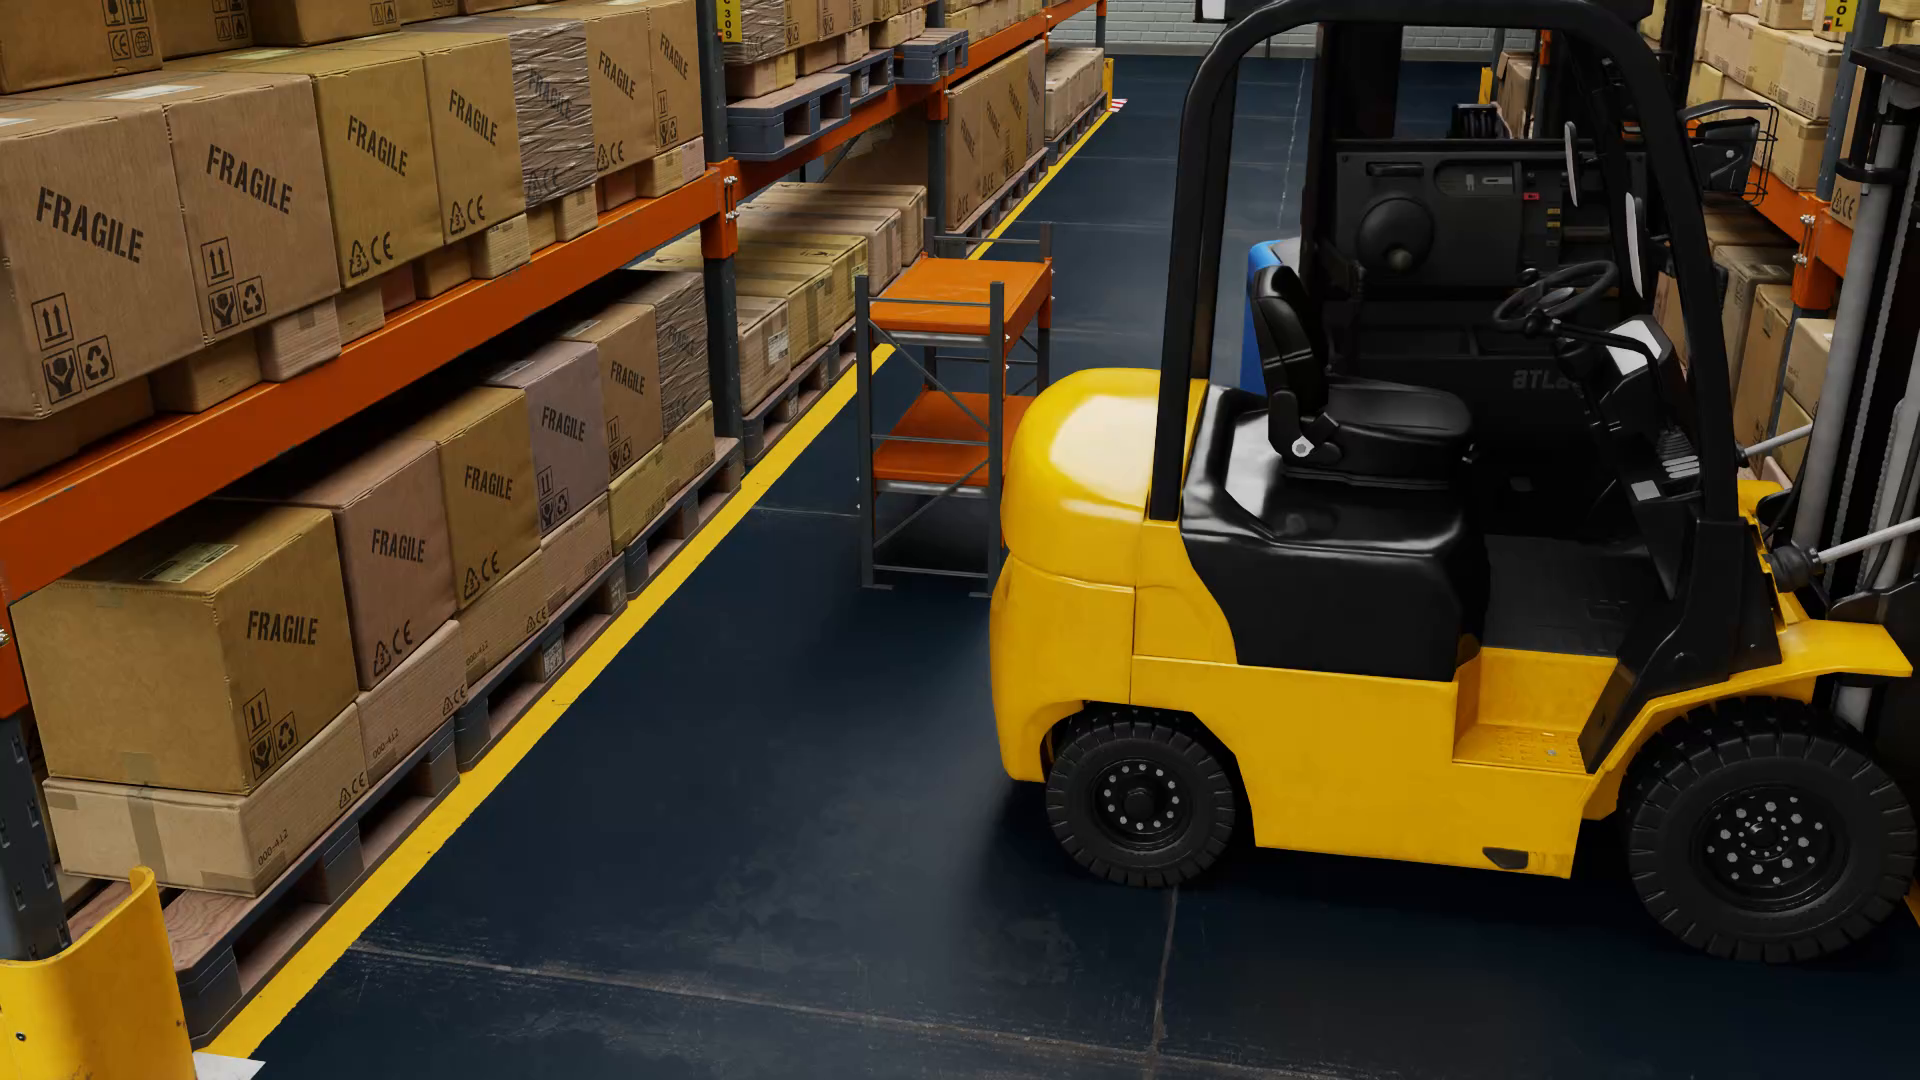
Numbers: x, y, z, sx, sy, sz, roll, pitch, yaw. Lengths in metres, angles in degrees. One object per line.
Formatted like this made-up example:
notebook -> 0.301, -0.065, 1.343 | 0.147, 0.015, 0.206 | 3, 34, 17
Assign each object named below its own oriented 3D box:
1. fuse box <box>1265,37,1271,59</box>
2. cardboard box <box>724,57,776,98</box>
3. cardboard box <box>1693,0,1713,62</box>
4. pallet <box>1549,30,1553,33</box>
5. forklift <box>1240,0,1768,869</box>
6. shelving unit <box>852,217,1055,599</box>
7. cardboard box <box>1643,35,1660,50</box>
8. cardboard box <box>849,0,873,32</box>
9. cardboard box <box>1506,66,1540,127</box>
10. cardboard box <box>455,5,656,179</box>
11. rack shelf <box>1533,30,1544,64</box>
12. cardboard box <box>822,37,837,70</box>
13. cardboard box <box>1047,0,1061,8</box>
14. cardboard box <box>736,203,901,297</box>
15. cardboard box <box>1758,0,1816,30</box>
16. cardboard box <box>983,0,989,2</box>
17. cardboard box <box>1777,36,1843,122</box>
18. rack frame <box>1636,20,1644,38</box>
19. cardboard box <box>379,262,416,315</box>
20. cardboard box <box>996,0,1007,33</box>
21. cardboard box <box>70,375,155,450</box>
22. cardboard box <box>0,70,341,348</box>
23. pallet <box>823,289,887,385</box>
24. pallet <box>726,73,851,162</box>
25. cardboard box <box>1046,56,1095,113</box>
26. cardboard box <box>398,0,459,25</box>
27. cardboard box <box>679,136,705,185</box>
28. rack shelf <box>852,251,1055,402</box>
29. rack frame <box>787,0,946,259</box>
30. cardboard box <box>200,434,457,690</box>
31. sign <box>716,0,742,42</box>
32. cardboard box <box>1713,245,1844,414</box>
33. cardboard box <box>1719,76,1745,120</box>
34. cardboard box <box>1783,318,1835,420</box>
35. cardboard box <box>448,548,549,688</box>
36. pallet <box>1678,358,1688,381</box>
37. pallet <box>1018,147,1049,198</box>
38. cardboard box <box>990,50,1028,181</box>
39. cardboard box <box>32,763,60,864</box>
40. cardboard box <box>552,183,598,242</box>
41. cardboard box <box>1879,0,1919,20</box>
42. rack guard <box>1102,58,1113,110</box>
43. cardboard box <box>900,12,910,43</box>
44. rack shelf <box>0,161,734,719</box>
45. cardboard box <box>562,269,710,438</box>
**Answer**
fuse box -> 4.194, -7.321, 22.242 | 0.539, 1.711, 0.414 | 4, 22, 11
cardboard box -> -0.987, -1.936, 6.920 | 0.380, 0.149, 0.250 | 5, 22, 12
cardboard box -> 3.710, -2.411, 7.857 | 0.500, 0.250, 0.500 | 4, 22, 10
pallet -> 4.814, -3.856, 12.169 | 1.003, 0.211, 1.213 | 4, 22, 11
forklift -> 1.597, -0.957, 4.807 | 1.130, 2.935, 3.031 | 0, 22, 0
shelving unit -> 0.001, -0.524, 6.150 | 0.538, 1.125, 1.048 | 4, 22, 11
cardboard box -> 3.938, -2.552, 8.877 | 0.500, 0.250, 0.500 | 5, 22, 11
cardboard box -> -0.722, -2.760, 8.098 | 0.500, 0.500, 0.500 | 4, 22, 9
cardboard box -> 5.264, -4.015, 15.091 | 0.500, 0.500, 0.500 | 5, 22, 12
cardboard box -> -1.354, -1.494, 5.516 | 0.500, 0.500, 0.500 | 5, 23, 13
rack shelf -> 5.492, -4.626, 14.788 | 1.077, 0.370, 4.000 | 4, 22, 11
cardboard box -> -0.799, -2.317, 7.867 | 0.380, 0.149, 0.250 | 5, 22, 11
cardboard box -> 0.576, -4.804, 14.132 | 0.500, 0.500, 0.500 | 5, 23, 13
cardboard box -> -0.860, -1.642, 9.371 | 0.950, 0.372, 0.625 | 4, 22, 10
cardboard box -> 3.364, -2.079, 6.500 | 0.380, 0.149, 0.250 | 4, 22, 9
cardboard box -> -0.027, -3.842, 11.409 | 0.500, 0.250, 0.500 | 4, 22, 11
cardboard box -> 3.301, -1.664, 6.002 | 0.500, 0.250, 0.500 | 4, 22, 10
rack frame -> 4.267, -2.766, 9.206 | 1.000, 3.000, 0.127 | 4, 22, 11
cardboard box -> -1.670, -0.681, 4.365 | 0.380, 0.149, 0.250 | 5, 23, 13
cardboard box -> 0.051, -3.794, 11.960 | 0.500, 0.250, 0.500 | 4, 22, 11
cardboard box -> -1.916, -0.302, 3.425 | 0.380, 0.149, 0.250 | 5, 22, 12
cardboard box -> -1.754, -0.743, 3.651 | 0.500, 0.500, 0.500 | 5, 23, 13
pallet -> -1.005, -1.119, 8.849 | 1.003, 0.211, 1.213 | 4, 22, 11
pallet -> -1.111, -1.859, 7.212 | 1.003, 0.211, 1.213 | 4, 22, 11
cardboard box -> 0.824, -4.490, 16.356 | 0.875, 0.438, 0.875 | 5, 22, 12
cardboard box -> -1.966, -1.817, 4.979 | 0.700, 0.500, 0.500 | 4, 22, 10
cardboard box -> -1.176, -1.423, 6.207 | 0.380, 0.149, 0.250 | 4, 22, 10
rack shelf -> 0.001, -0.796, 6.040 | 0.538, 0.278, 1.000 | 4, 22, 11
rack frame -> -0.593, -3.143, 10.142 | 1.000, 3.000, 0.127 | 4, 22, 11
cardboard box -> -1.683, 0.042, 4.350 | 0.500, 0.500, 0.500 | 4, 22, 9
sign -> -0.876, -2.043, 6.252 | 0.100, 0.325, 0.005 | 4, 22, 11
cardboard box -> 3.712, -0.871, 7.118 | 0.875, 0.625, 0.625 | 4, 22, 10
cardboard box -> 3.526, -1.801, 7.011 | 0.500, 0.250, 0.500 | 5, 22, 11
cardboard box -> 3.045, -0.533, 5.442 | 0.500, 0.250, 0.500 | 4, 22, 10
cardboard box -> -1.579, 0.203, 4.952 | 0.500, 0.250, 0.500 | 6, 23, 15
pallet -> 3.810, -0.729, 7.882 | 1.003, 0.211, 1.213 | 4, 22, 11
pallet -> 0.140, -3.024, 13.580 | 1.003, 0.211, 1.213 | 4, 22, 11
cardboard box -> -0.001, -3.251, 12.693 | 0.875, 0.875, 0.875 | 5, 22, 12
cardboard box -> -2.319, 0.539, 4.119 | 0.500, 0.250, 0.500 | 4, 22, 11
cardboard box -> -1.380, -1.051, 5.283 | 0.380, 0.149, 0.250 | 4, 22, 10
cardboard box -> 3.096, -1.694, 5.145 | 0.380, 0.149, 0.250 | 5, 22, 12
rack guard -> 1.045, -4.918, 17.895 | 1.175, 0.500, 0.348 | 4, 22, 11
cardboard box -> -0.480, -2.793, 9.046 | 0.380, 0.149, 0.250 | 3, 22, 8
rack shelf -> -1.817, -0.615, 4.828 | 1.077, 0.370, 4.000 | 4, 22, 11
cardboard box -> -1.267, -0.710, 6.216 | 0.500, 0.500, 0.500 | 4, 22, 10
